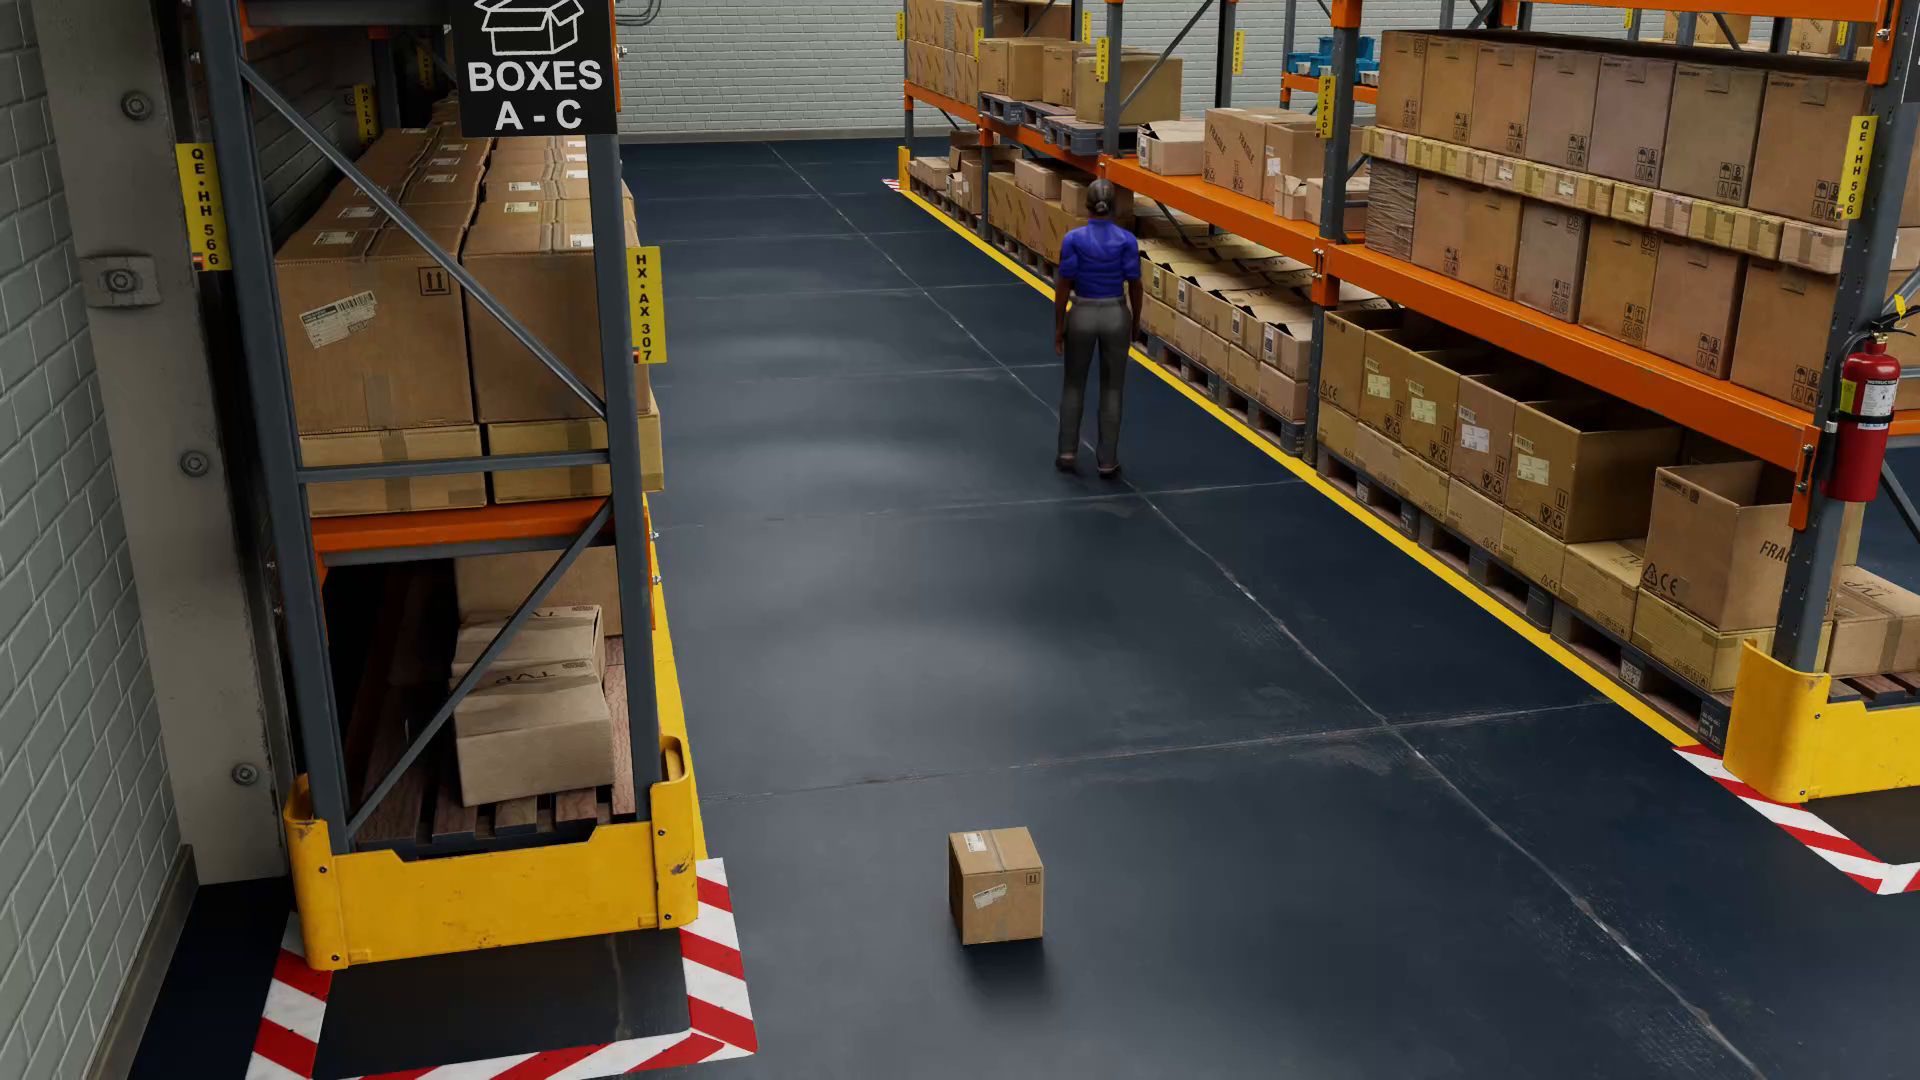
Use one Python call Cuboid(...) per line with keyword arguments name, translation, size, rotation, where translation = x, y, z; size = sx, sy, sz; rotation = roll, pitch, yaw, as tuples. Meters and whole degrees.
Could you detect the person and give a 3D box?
Cuboid(name="person", translation=(0.777, -1.169, 9.393), size=(0.496, 1.744, 0.419), rotation=(3, 20, 8))
